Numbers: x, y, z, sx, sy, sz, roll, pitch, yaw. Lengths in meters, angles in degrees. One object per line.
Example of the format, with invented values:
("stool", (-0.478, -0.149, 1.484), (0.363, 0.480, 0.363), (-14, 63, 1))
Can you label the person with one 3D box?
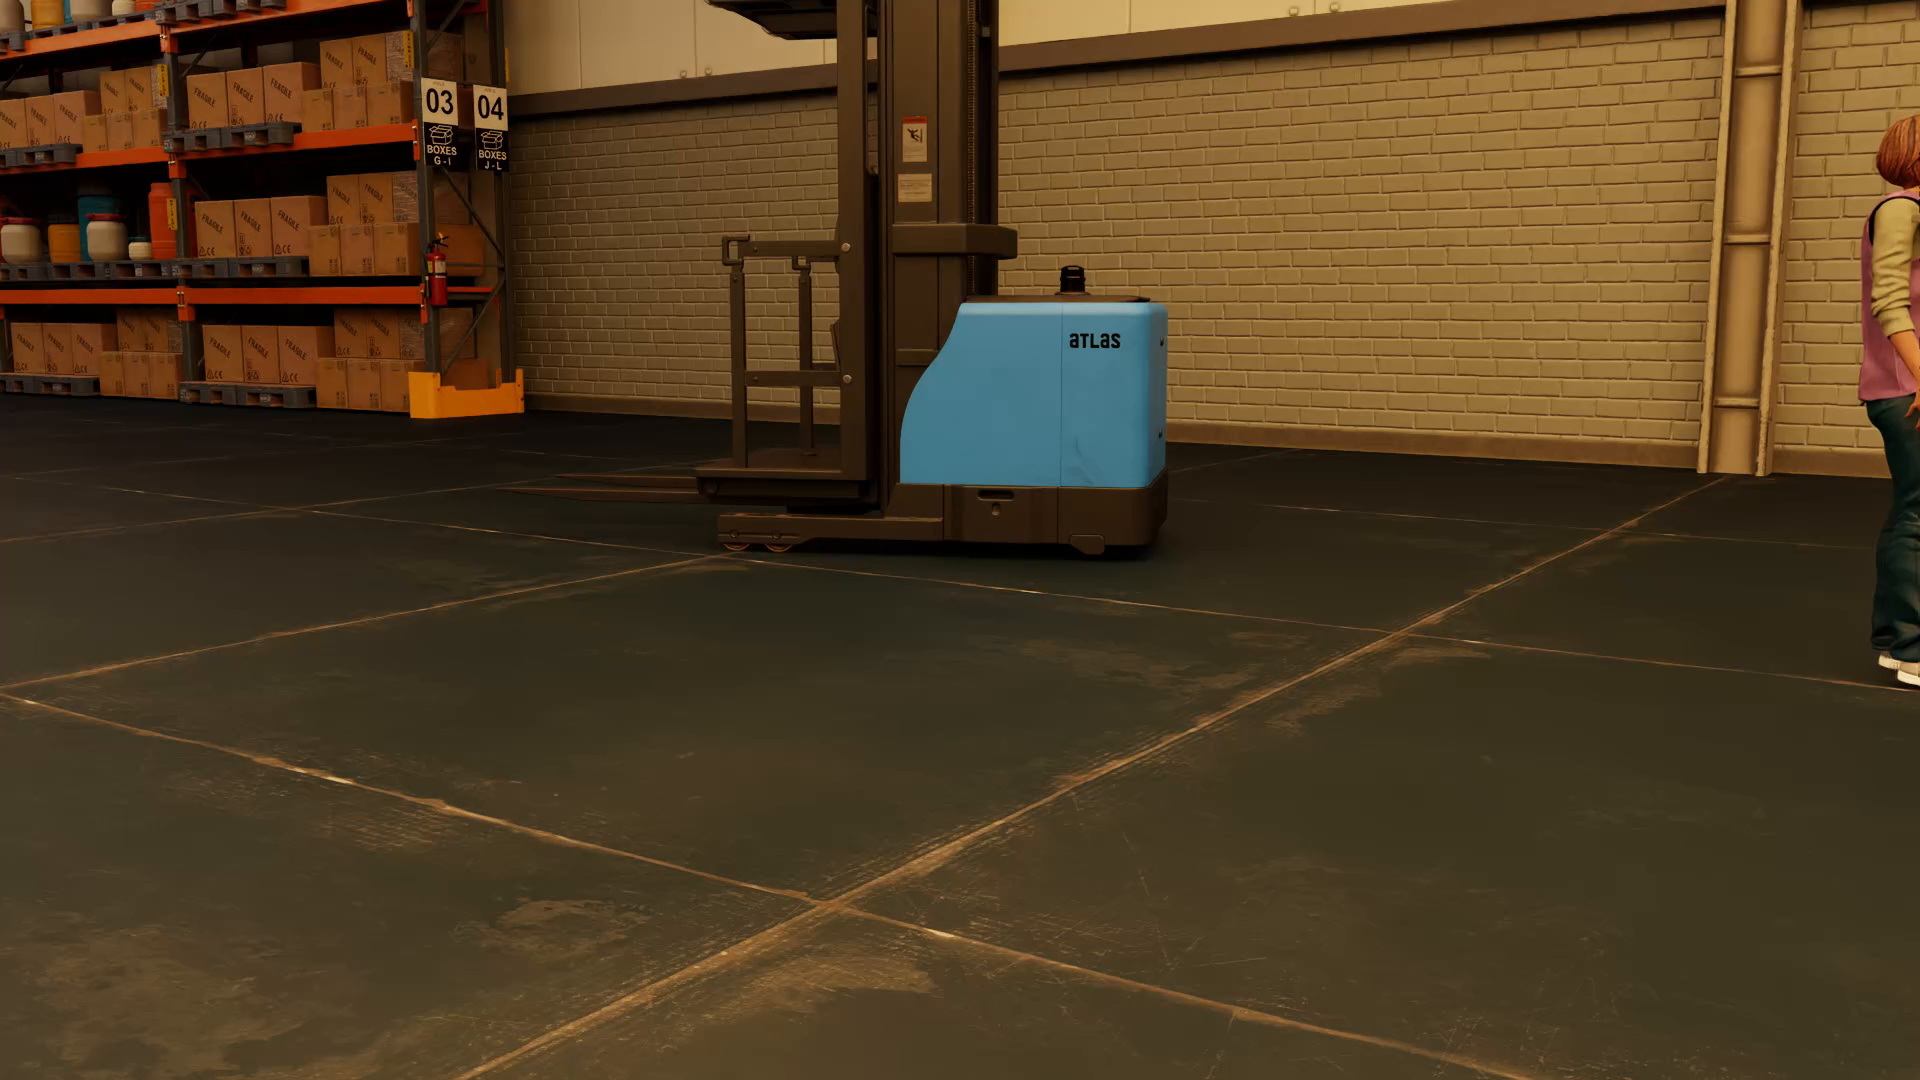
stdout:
("person", (2.783, -0.396, 4.703), (0.454, 1.605, 0.503), (6, 10, 36))

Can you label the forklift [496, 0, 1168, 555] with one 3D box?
("forklift", (-0.596, -1.469, 7.520), (3.031, 2.935, 1.130), (2, 8, 12))
